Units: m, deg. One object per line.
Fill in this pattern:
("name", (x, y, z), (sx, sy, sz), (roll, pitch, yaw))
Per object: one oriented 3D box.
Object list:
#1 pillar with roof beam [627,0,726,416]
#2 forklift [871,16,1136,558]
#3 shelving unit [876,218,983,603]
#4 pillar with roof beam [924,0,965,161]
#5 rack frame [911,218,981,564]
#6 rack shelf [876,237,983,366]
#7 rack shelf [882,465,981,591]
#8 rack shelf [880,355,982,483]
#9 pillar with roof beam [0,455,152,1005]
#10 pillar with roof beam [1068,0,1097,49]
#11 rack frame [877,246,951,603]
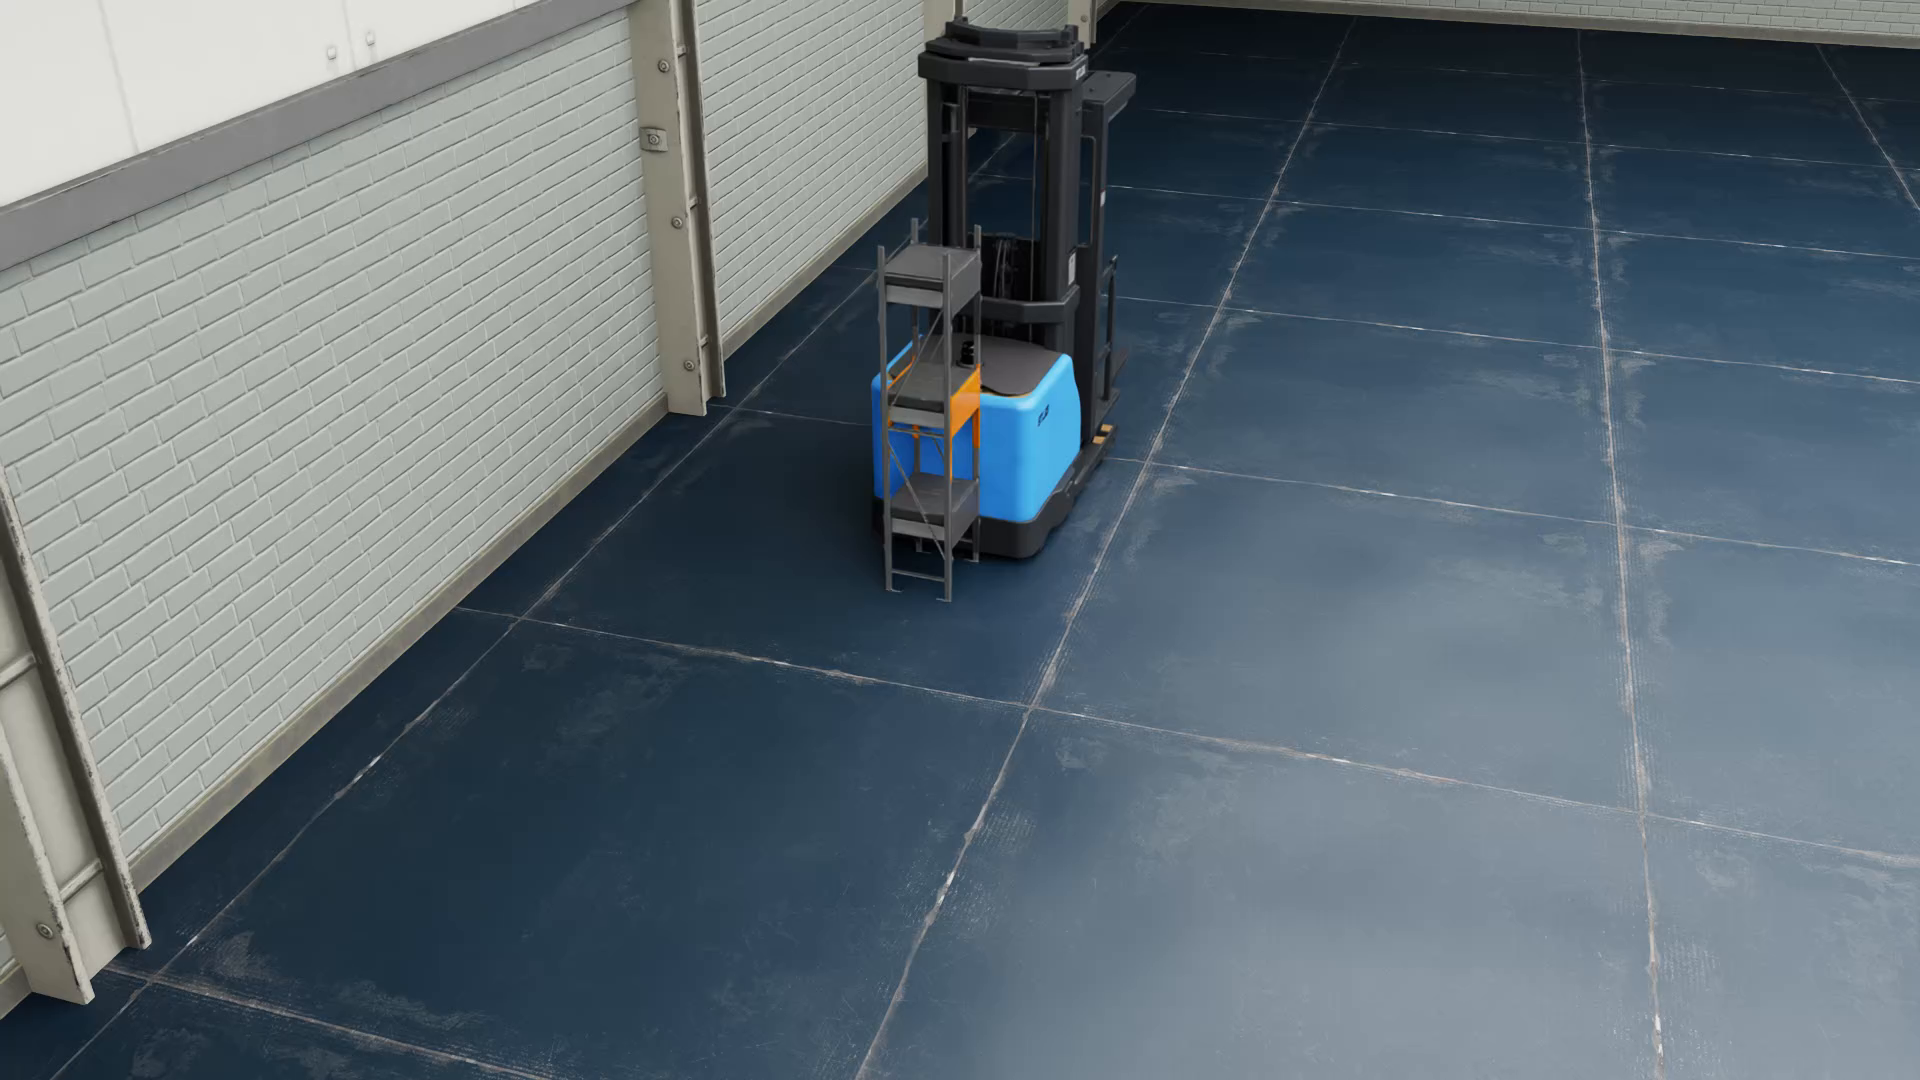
("pillar with roof beam", (2.201, -4.313, 8.746), (9.100, 9.000, 0.400), (8, 30, 15))
("forklift", (0.438, -1.874, 10.604), (1.130, 2.935, 3.031), (10, 31, 17))
("shelving unit", (-0.160, -0.699, 9.347), (0.431, 2.100, 0.503), (10, 31, 17))
("pillar with roof beam", (3.963, -7.101, 13.758), (9.100, 9.000, 0.400), (8, 30, 15))
("rack frame", (-0.078, -0.811, 9.547), (0.400, 2.100, 0.015), (10, 31, 17))
("rack shelf", (-0.160, -1.299, 9.013), (0.431, 0.518, 0.480), (10, 31, 17))
("rack shelf", (-0.160, -0.075, 9.694), (0.431, 0.518, 0.480), (10, 31, 17))
("rack shelf", (-0.160, -0.687, 9.353), (0.431, 0.518, 0.480), (10, 31, 17))
("pillar with roof beam", (0.440, -1.524, 3.733), (9.100, 9.000, 0.400), (8, 30, 15))
("pillar with roof beam", (5.724, -9.889, 18.770), (9.100, 9.000, 0.400), (8, 30, 15))
("rack frame", (-0.242, -0.587, 9.146), (0.400, 2.100, 0.015), (10, 31, 17))
